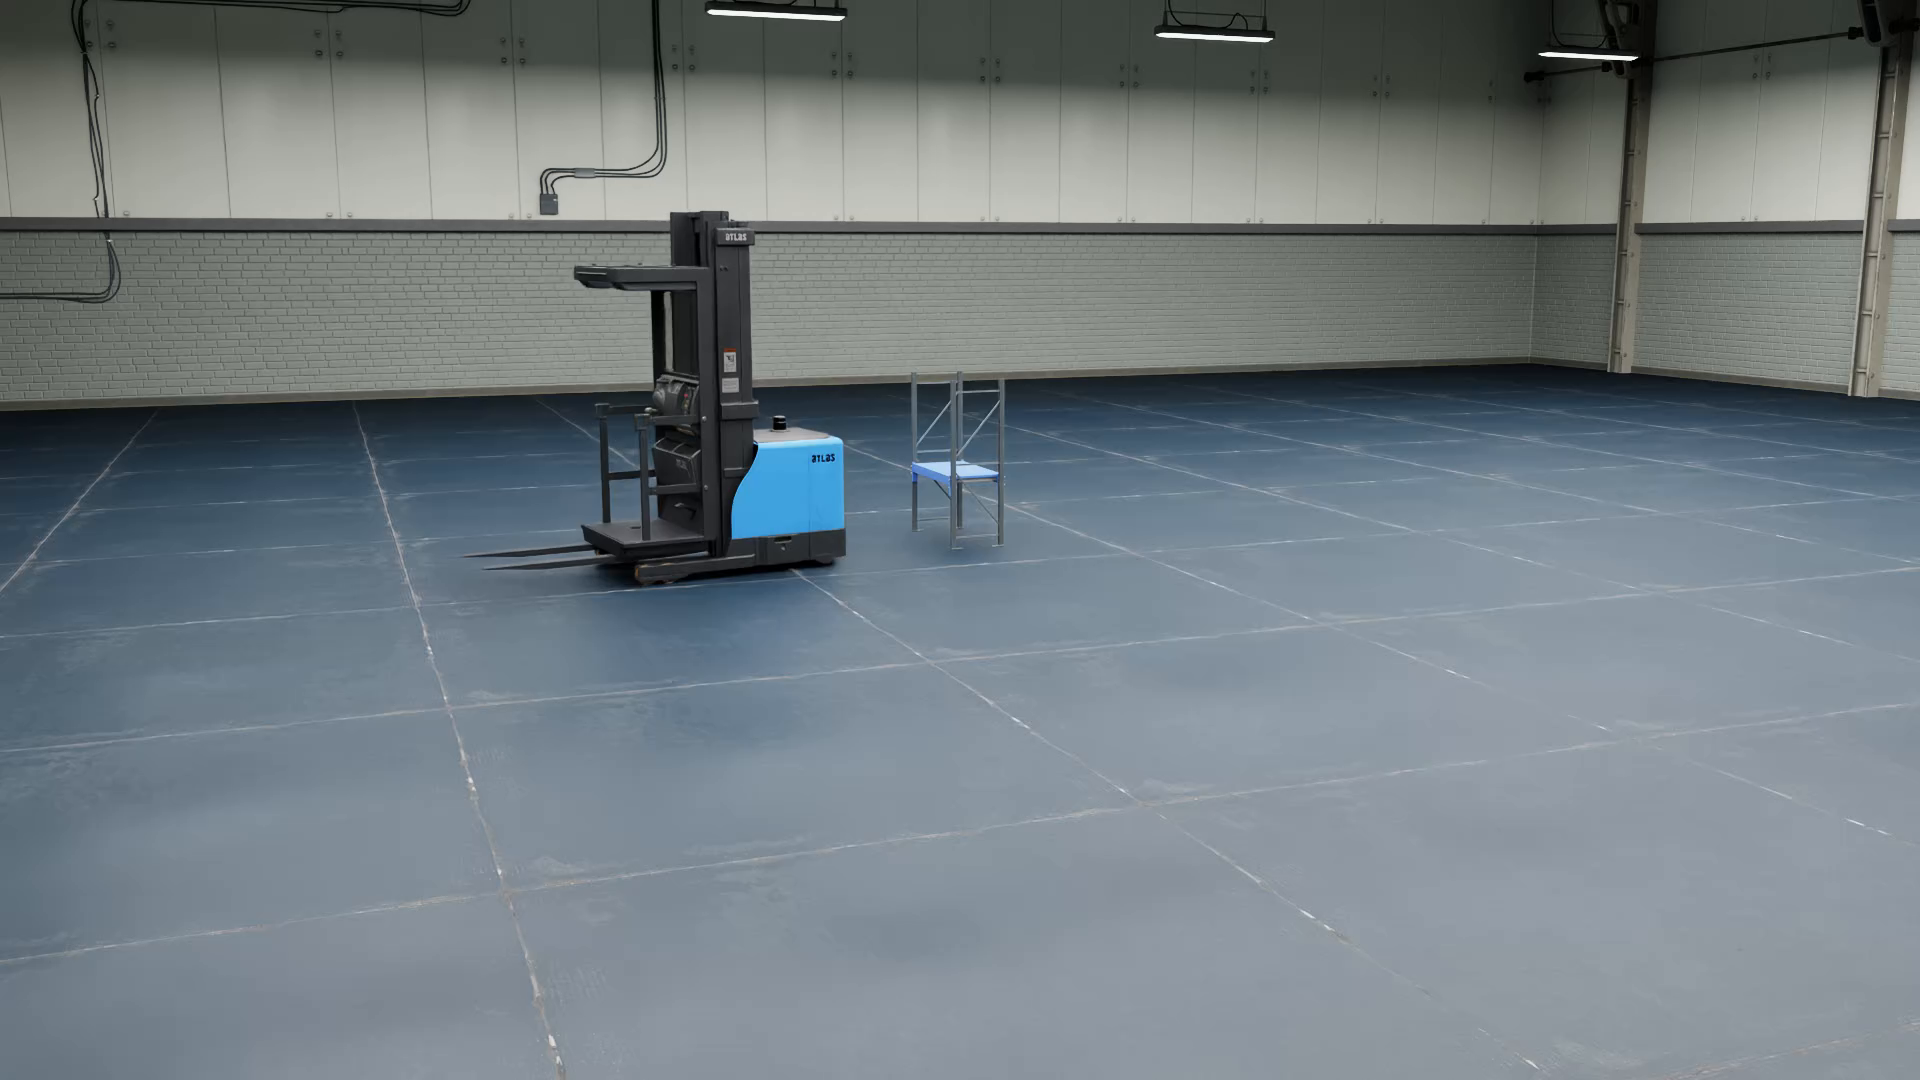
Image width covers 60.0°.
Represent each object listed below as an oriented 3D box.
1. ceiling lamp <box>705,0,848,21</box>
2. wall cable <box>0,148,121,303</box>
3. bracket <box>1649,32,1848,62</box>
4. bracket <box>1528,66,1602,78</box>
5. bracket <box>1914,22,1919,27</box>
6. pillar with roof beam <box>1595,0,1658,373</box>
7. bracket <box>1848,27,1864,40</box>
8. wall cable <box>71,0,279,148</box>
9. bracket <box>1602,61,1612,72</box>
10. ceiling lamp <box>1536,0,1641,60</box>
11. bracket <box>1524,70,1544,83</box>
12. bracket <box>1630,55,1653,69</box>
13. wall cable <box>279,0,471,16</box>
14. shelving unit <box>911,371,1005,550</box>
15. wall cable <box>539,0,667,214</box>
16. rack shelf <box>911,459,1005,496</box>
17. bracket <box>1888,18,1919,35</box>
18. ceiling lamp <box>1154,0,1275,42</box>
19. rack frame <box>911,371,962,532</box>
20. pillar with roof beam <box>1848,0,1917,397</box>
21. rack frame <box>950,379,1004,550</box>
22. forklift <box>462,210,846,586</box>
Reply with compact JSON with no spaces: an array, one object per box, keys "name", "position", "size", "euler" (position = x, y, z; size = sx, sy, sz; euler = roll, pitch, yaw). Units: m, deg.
[{"name":"ceiling lamp","position":[-2.680,-8.996,23.460],"size":[2.000,3.185,0.800],"euler":[-4,11,-21]},{"name":"wall cable","position":[-15.230,-5.018,26.633],"size":[3.097,2.526,0.112],"euler":[-4,11,-21]},{"name":"bracket","position":[14.718,-9.243,31.238],"size":[0.076,0.066,4.783],"euler":[-4,11,-21]},{"name":"bracket","position":[12.839,-10.089,35.996],"size":[0.076,0.066,3.189],"euler":[-4,11,-21]},{"name":"bracket","position":[16.892,-8.263,25.732],"size":[0.076,0.066,4.783],"euler":[-4,11,-21]},{"name":"pillar with roof beam","position":[9.952,-7.708,32.889],"size":[9.100,9.000,0.548],"euler":[-4,11,-21]},{"name":"bracket","position":[15.658,-8.819,28.858],"size":[0.235,0.232,0.430],"euler":[-4,11,-21]},{"name":"wall cable","position":[-12.708,-7.677,27.156],"size":[3.097,2.526,0.112],"euler":[-4,11,-21]},{"name":"bracket","position":[13.483,-9.799,34.363],"size":[0.235,0.232,0.430],"euler":[-4,11,-21]},{"name":"ceiling lamp","position":[10.741,-9.910,28.598],"size":[2.000,3.185,0.800],"euler":[-4,11,-21]},{"name":"bracket","position":[12.624,-10.186,36.538],"size":[0.235,0.232,0.430],"euler":[-4,11,-21]},{"name":"bracket","position":[13.784,-9.663,33.602],"size":[0.235,0.232,0.430],"euler":[-4,11,-21]},{"name":"wall cable","position":[-9.824,-10.112,27.862],"size":[3.097,2.526,0.112],"euler":[-4,11,-21]},{"name":"shelving unit","position":[-0.031,-0.752,15.197],"size":[0.538,1.500,1.048],"euler":[-4,11,-21]},{"name":"wall cable","position":[-6.376,-8.821,29.436],"size":[2.305,6.003,0.169],"euler":[-4,11,-21]},{"name":"rack shelf","position":[-0.031,-0.575,15.228],"size":[0.538,0.185,1.000],"euler":[-4,11,-21]},{"name":"bracket","position":[15.958,-8.684,28.096],"size":[0.235,0.232,0.430],"euler":[-4,11,-21]},{"name":"ceiling lamp","position":[3.900,-9.444,25.979],"size":[2.000,3.185,0.800],"euler":[-4,11,-21]},{"name":"rack frame","position":[-0.215,-0.835,15.663],"size":[0.500,1.500,0.032],"euler":[-4,11,-21]},{"name":"pillar with roof beam","position":[12.126,-6.729,27.383],"size":[9.100,9.000,0.548],"euler":[-4,11,-21]},{"name":"rack frame","position":[0.153,-0.669,14.730],"size":[0.500,1.500,0.032],"euler":[-4,11,-21]},{"name":"forklift","position":[-2.503,-1.185,13.541],"size":[3.031,2.935,1.130],"euler":[-6,12,-29]}]
